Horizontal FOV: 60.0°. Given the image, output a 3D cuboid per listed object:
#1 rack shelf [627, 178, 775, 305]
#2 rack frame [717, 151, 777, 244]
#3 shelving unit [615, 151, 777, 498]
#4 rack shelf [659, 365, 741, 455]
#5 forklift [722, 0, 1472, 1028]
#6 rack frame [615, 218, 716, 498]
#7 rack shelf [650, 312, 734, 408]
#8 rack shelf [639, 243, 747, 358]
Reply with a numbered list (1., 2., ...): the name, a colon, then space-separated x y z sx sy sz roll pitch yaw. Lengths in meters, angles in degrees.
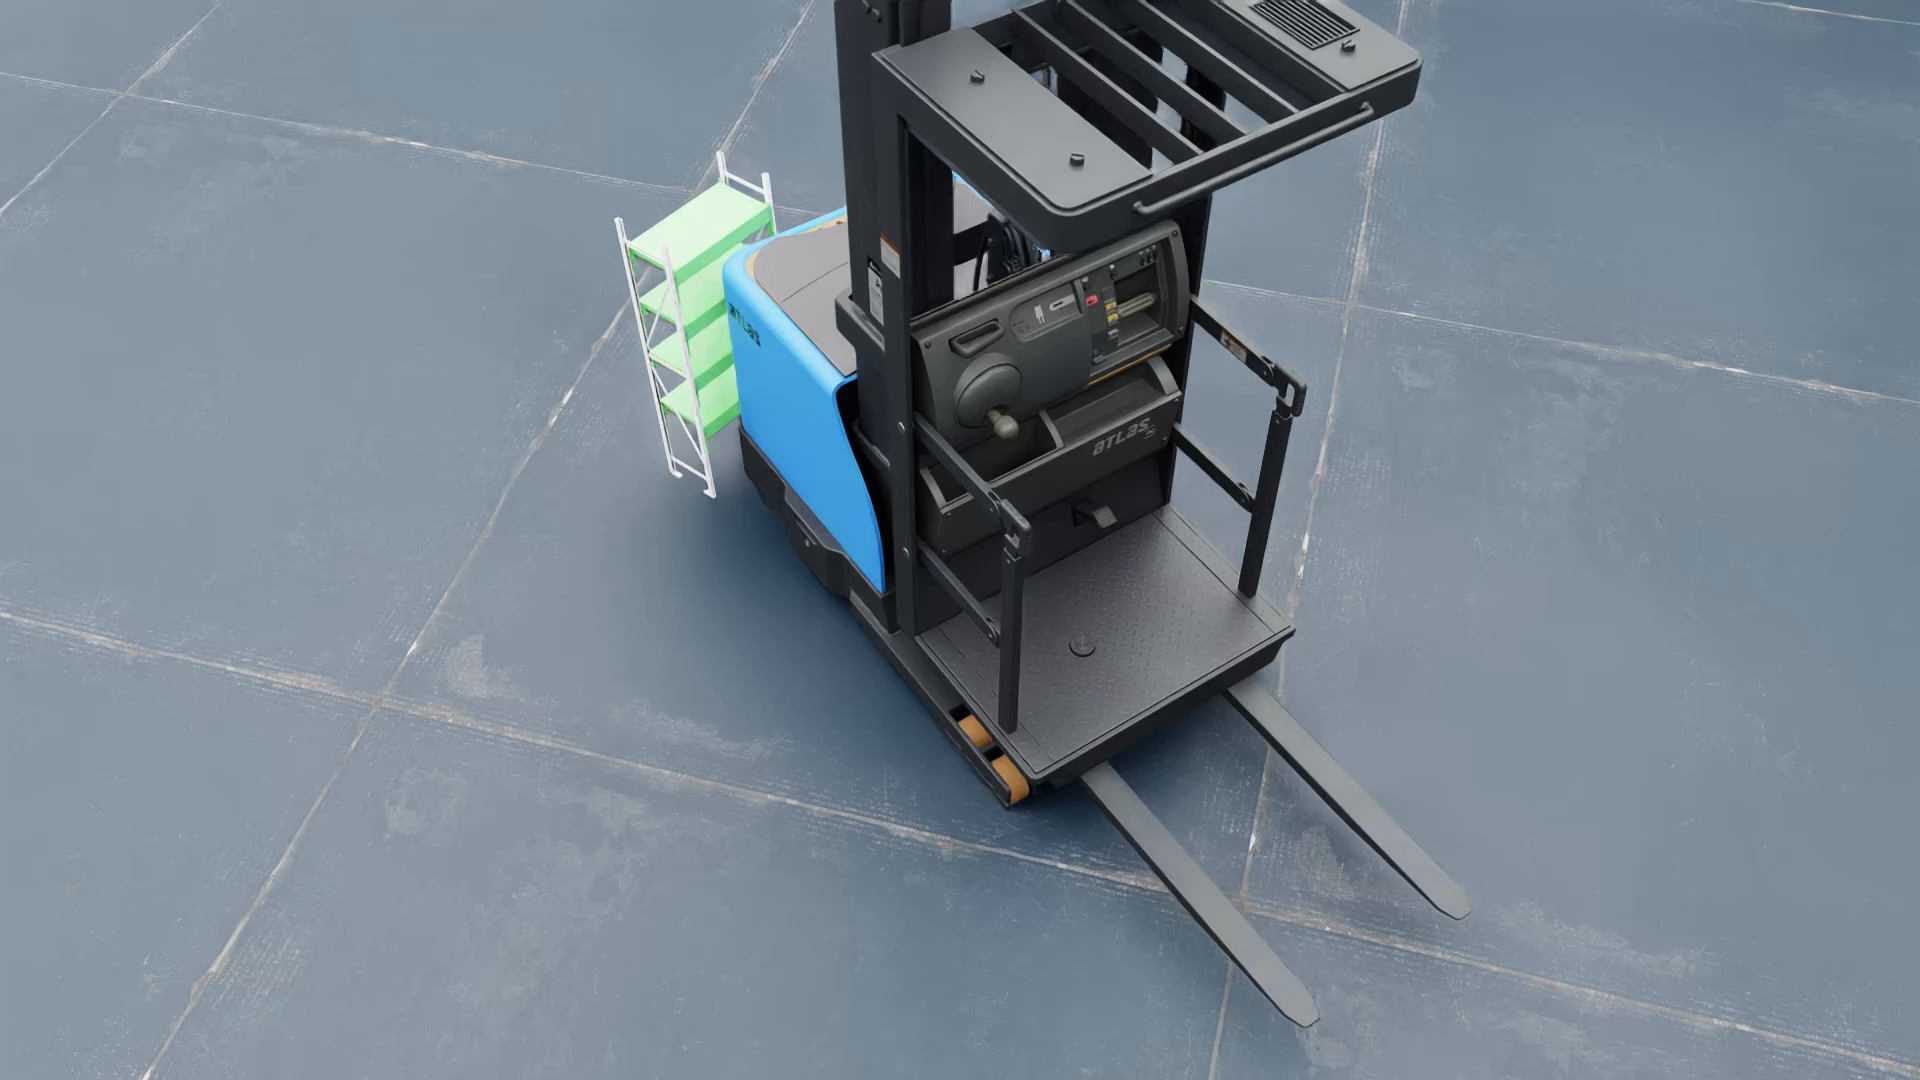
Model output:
1. rack shelf: -0.907 -1.048 5.814 0.258 0.148 0.480 30 55 26
2. rack frame: -0.743 -0.909 6.246 0.240 1.200 0.015 30 55 26
3. shelving unit: -0.896 -0.766 6.120 0.258 1.200 0.503 30 55 26
4. rack shelf: -0.888 -0.560 6.343 0.258 0.148 0.480 30 55 26
5. forklift: 0.410 -0.513 4.748 1.130 2.935 3.031 -27 54 -22
6. rack frame: -1.049 -0.624 5.994 0.240 1.200 0.015 30 55 26
7. rack shelf: -0.894 -0.723 6.167 0.258 0.148 0.480 30 55 26
8. rack shelf: -0.901 -0.886 5.990 0.258 0.148 0.480 30 55 26
